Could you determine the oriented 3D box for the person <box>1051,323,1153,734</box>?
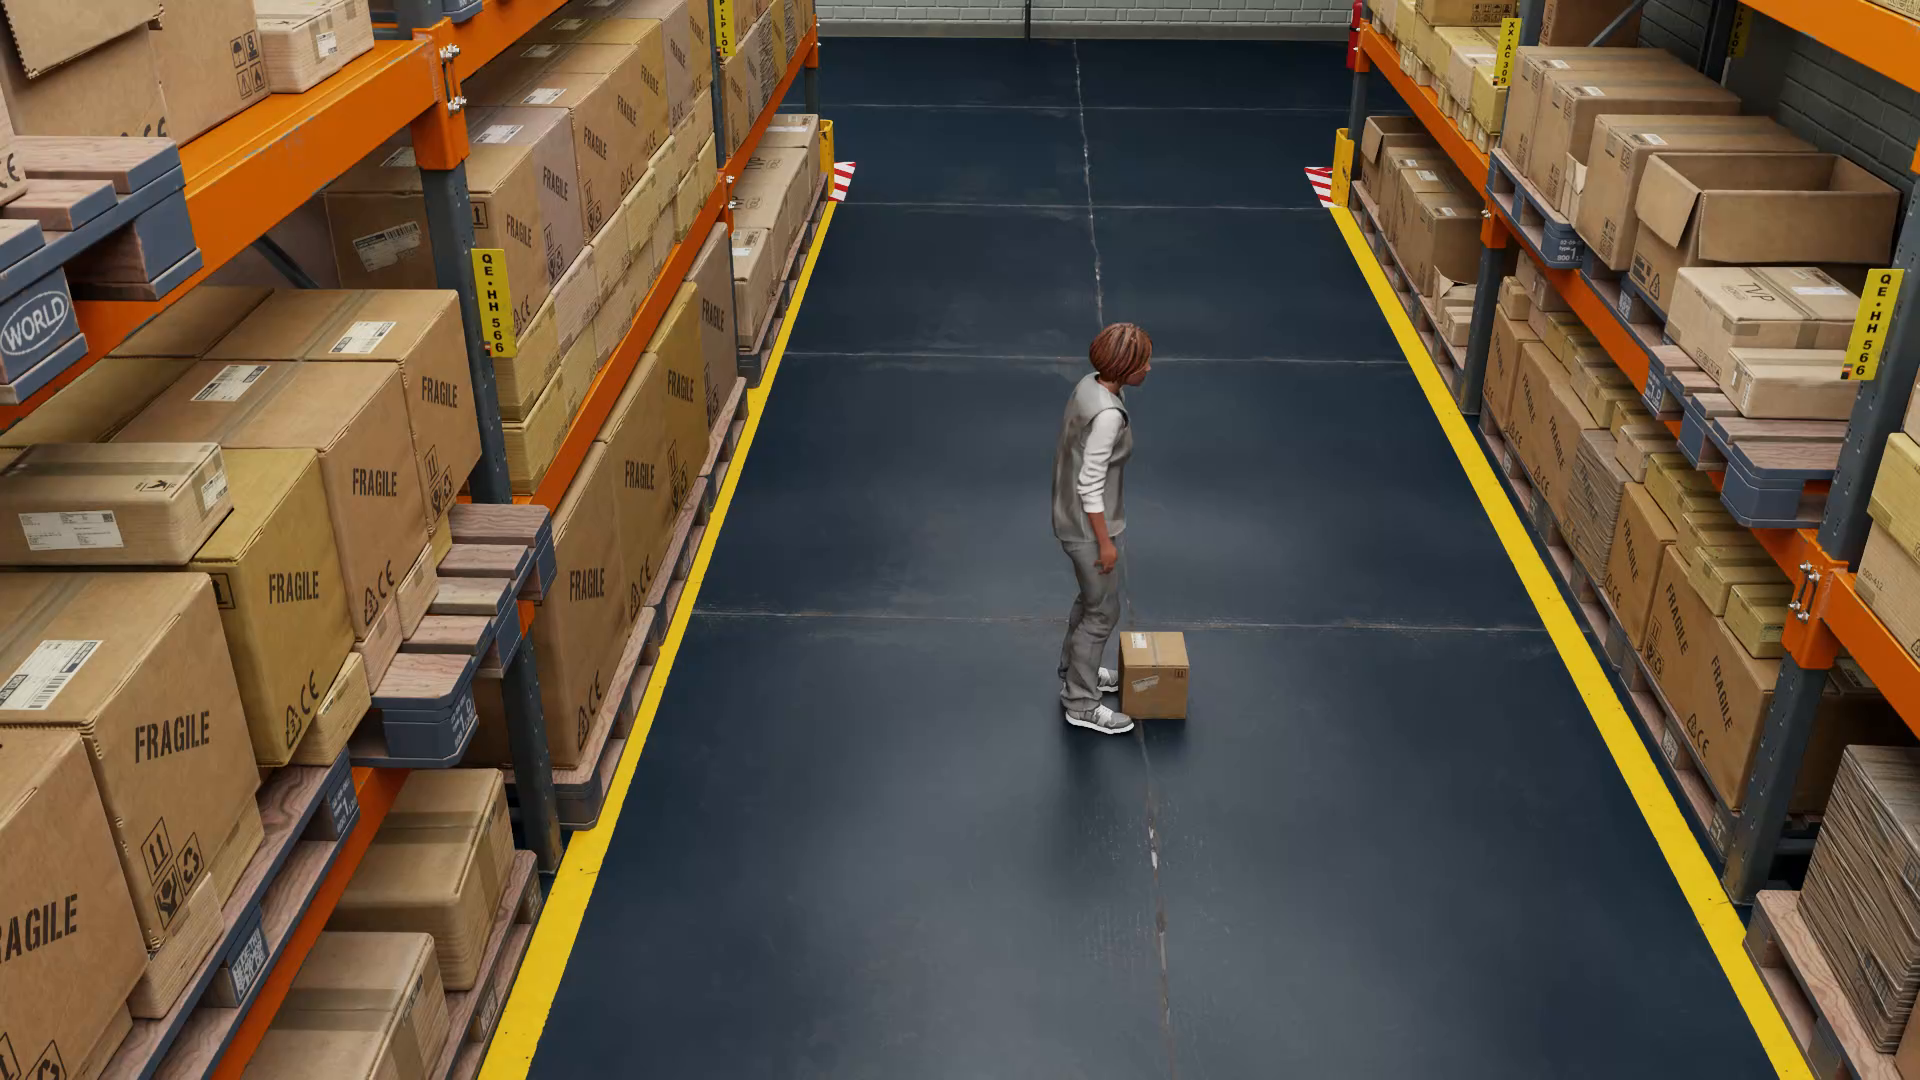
[{"bbox_3d":[0.513,-0.056,6.238,0.345,1.593,0.460,1,28,2],"label":"person"}]
